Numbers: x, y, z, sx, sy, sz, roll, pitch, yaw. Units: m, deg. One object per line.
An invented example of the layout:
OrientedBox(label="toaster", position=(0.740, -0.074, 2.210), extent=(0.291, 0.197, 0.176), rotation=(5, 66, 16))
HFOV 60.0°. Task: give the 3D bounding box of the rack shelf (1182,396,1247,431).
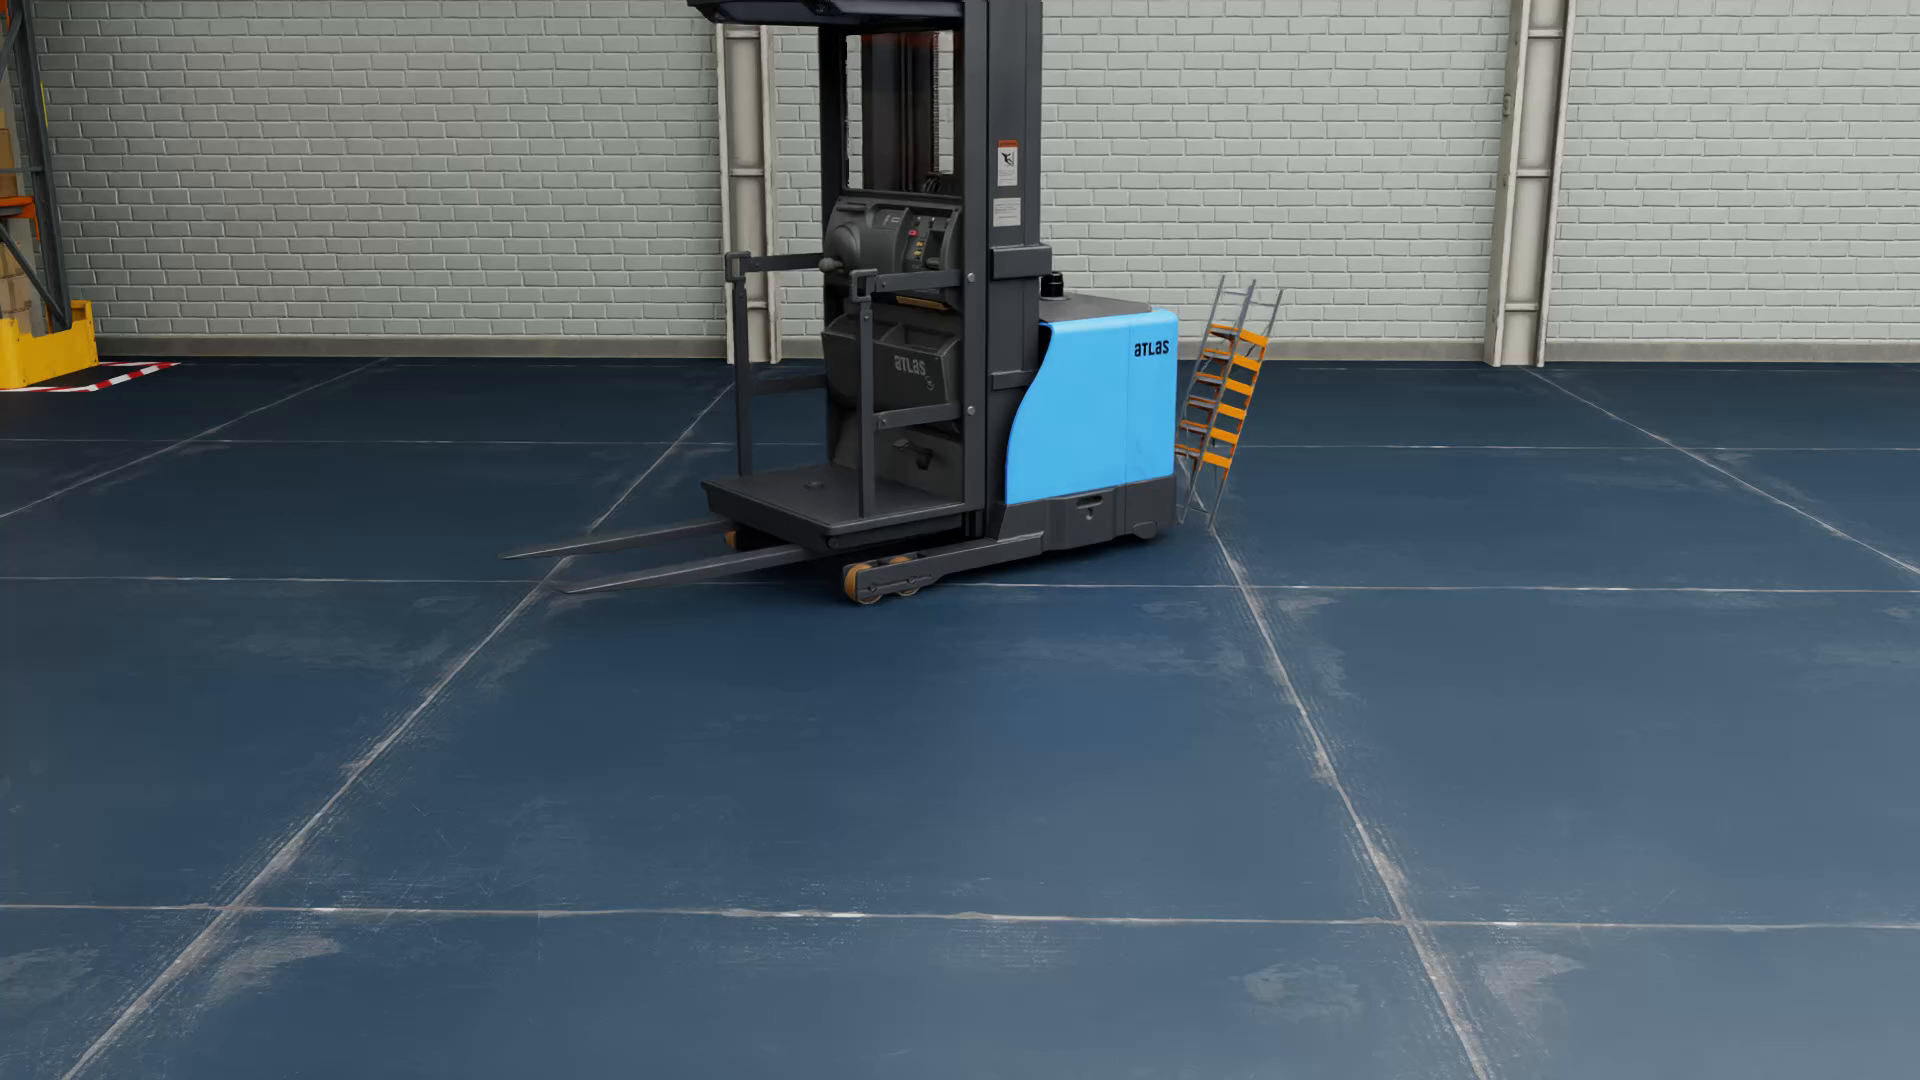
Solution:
OrientedBox(label="rack shelf", position=(1.218, -0.614, 7.989), extent=(0.180, 0.103, 0.258), rotation=(14, 5, -35))

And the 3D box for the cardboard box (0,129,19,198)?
OrientedBox(label="cardboard box", position=(-7.450, -2.809, 12.411), extent=(0.500, 0.500, 0.500), rotation=(1, 15, 3))

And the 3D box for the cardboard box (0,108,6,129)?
OrientedBox(label="cardboard box", position=(-7.295, -3.117, 12.307), extent=(0.250, 0.149, 0.380), rotation=(0, 15, 0))

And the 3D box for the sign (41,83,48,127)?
OrientedBox(label="sign", position=(-6.942, -3.285, 12.559), extent=(0.005, 0.325, 0.100), rotation=(0, 15, 1))

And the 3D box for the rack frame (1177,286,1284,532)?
OrientedBox(label="rack frame", position=(1.303, -0.639, 8.039), extent=(0.006, 1.200, 0.240), rotation=(14, 5, -35))

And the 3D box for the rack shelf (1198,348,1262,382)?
OrientedBox(label="rack shelf", position=(1.286, -0.844, 7.974), extent=(0.180, 0.103, 0.258), rotation=(14, 5, -35))

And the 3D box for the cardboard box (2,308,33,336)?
OrientedBox(label="cardboard box", position=(-7.448, -1.613, 12.642), extent=(0.500, 0.250, 0.500), rotation=(0, 15, 2))

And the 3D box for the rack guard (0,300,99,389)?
OrientedBox(label="rack guard", position=(-6.938, -1.478, 12.462), extent=(0.348, 0.500, 1.175), rotation=(0, 15, 1))

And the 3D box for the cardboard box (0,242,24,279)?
OrientedBox(label="cardboard box", position=(-7.438, -2.095, 12.508), extent=(0.500, 0.250, 0.500), rotation=(0, 15, 1))

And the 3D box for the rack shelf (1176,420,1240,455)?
OrientedBox(label="rack shelf", position=(1.184, -0.499, 7.997), extent=(0.180, 0.103, 0.258), rotation=(14, 5, -35))

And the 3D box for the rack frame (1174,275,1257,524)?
OrientedBox(label="rack frame", position=(1.158, -0.675, 7.934), extent=(0.006, 1.200, 0.240), rotation=(14, 5, -35))

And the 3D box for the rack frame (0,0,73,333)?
OrientedBox(label="rack frame", position=(-6.962, -2.687, 12.143), extent=(0.127, 3.000, 1.000), rotation=(0, 15, 1))

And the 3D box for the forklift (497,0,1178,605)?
OrientedBox(label="forklift", position=(-0.465, -1.303, 7.035), extent=(3.031, 2.935, 1.130), rotation=(-11, 18, -36))

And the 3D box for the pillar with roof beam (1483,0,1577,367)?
OrientedBox(label="pillar with roof beam", position=(4.251, -4.646, 7.809), extent=(0.400, 9.000, 9.100), rotation=(0, 15, 1))

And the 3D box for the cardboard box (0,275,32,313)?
OrientedBox(label="cardboard box", position=(-7.427, -1.858, 12.589), extent=(0.500, 0.250, 0.500), rotation=(1, 15, 2))

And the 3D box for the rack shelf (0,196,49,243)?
OrientedBox(label="rack shelf", position=(-8.961, -2.352, 12.285), extent=(4.000, 0.370, 1.077), rotation=(0, 15, 1))

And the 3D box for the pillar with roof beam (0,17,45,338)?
OrientedBox(label="pillar with roof beam", position=(-7.745, -4.724, 8.105), extent=(0.400, 9.000, 9.100), rotation=(0, 15, 1))

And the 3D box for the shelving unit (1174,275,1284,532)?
OrientedBox(label="shelving unit", position=(1.230, -0.657, 7.986), extent=(0.189, 1.200, 0.258), rotation=(14, 5, -35))

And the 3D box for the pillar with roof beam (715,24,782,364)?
OrientedBox(label="pillar with roof beam", position=(-1.747, -4.685, 7.957), extent=(0.400, 9.000, 9.100), rotation=(0, 15, 1))

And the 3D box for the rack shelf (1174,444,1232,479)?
OrientedBox(label="rack shelf", position=(1.150, -0.385, 8.005), extent=(0.180, 0.103, 0.258), rotation=(14, 5, -35))

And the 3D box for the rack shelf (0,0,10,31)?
OrientedBox(label="rack shelf", position=(-8.961, -3.802, 11.902), extent=(4.000, 0.370, 1.077), rotation=(0, 15, 1))

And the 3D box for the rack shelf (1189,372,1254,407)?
OrientedBox(label="rack shelf", position=(1.252, -0.729, 7.982), extent=(0.180, 0.103, 0.258), rotation=(14, 5, -35))

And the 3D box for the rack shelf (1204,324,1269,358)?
OrientedBox(label="rack shelf", position=(1.320, -0.959, 7.966), extent=(0.180, 0.103, 0.258), rotation=(14, 5, -35))
